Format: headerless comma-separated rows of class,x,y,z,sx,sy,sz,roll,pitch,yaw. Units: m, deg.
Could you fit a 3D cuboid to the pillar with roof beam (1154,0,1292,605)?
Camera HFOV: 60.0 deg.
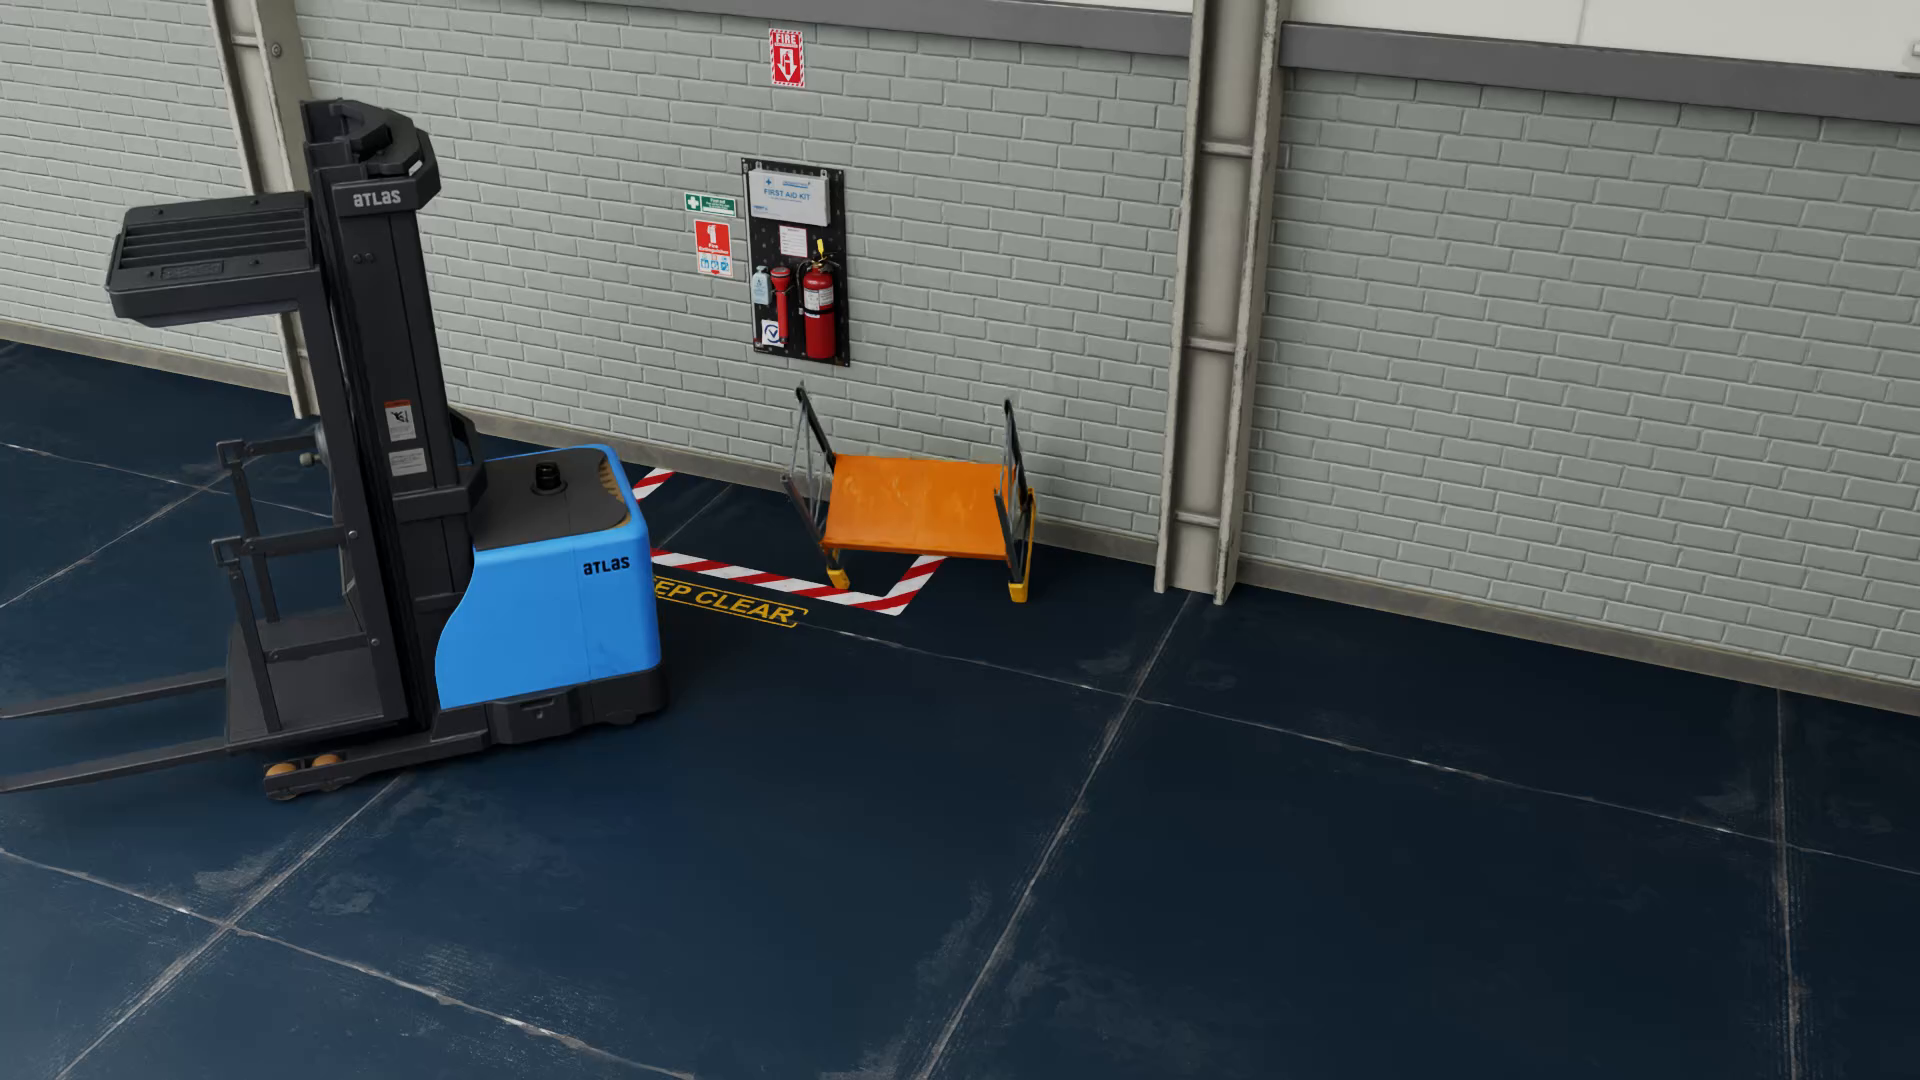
pillar with roof beam,-0.301,-1.703,3.617,0.400,9.000,9.100,11,31,19

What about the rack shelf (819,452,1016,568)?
rack shelf,-0.205,-0.162,8.764,1.000,0.185,0.538,4,71,8

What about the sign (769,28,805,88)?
sign,-0.928,-2.585,8.919,0.199,0.298,0.001,11,31,19

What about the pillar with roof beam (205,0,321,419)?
pillar with roof beam,-5.861,-2.813,5.581,0.400,9.000,9.100,11,31,19

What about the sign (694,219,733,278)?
sign,-1.432,-1.693,9.661,0.234,0.329,0.001,11,31,19

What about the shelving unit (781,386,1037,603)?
shelving unit,-0.215,-0.222,8.594,1.083,1.500,0.587,4,71,8

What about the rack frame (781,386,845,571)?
rack frame,-0.726,-0.258,8.665,0.032,1.500,0.500,4,71,8

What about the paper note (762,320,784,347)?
paper note,-1.097,-1.209,9.736,0.142,0.148,0.016,11,31,19

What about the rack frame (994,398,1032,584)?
rack frame,0.279,-0.187,8.526,0.032,1.500,0.500,4,71,8

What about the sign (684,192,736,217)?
sign,-1.431,-1.919,9.522,0.331,0.109,0.001,11,31,19

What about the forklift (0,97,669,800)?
forklift,-3.011,-0.376,7.436,3.031,2.935,1.130,-10,31,-17

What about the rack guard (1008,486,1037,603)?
rack guard,0.343,0.024,9.111,0.087,0.250,0.587,4,71,8

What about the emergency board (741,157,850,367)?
emergency board,-0.958,-1.529,9.406,0.643,1.169,0.194,11,31,19

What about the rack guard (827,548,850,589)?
rack guard,-0.641,-0.046,9.247,0.087,0.250,0.587,4,71,8
